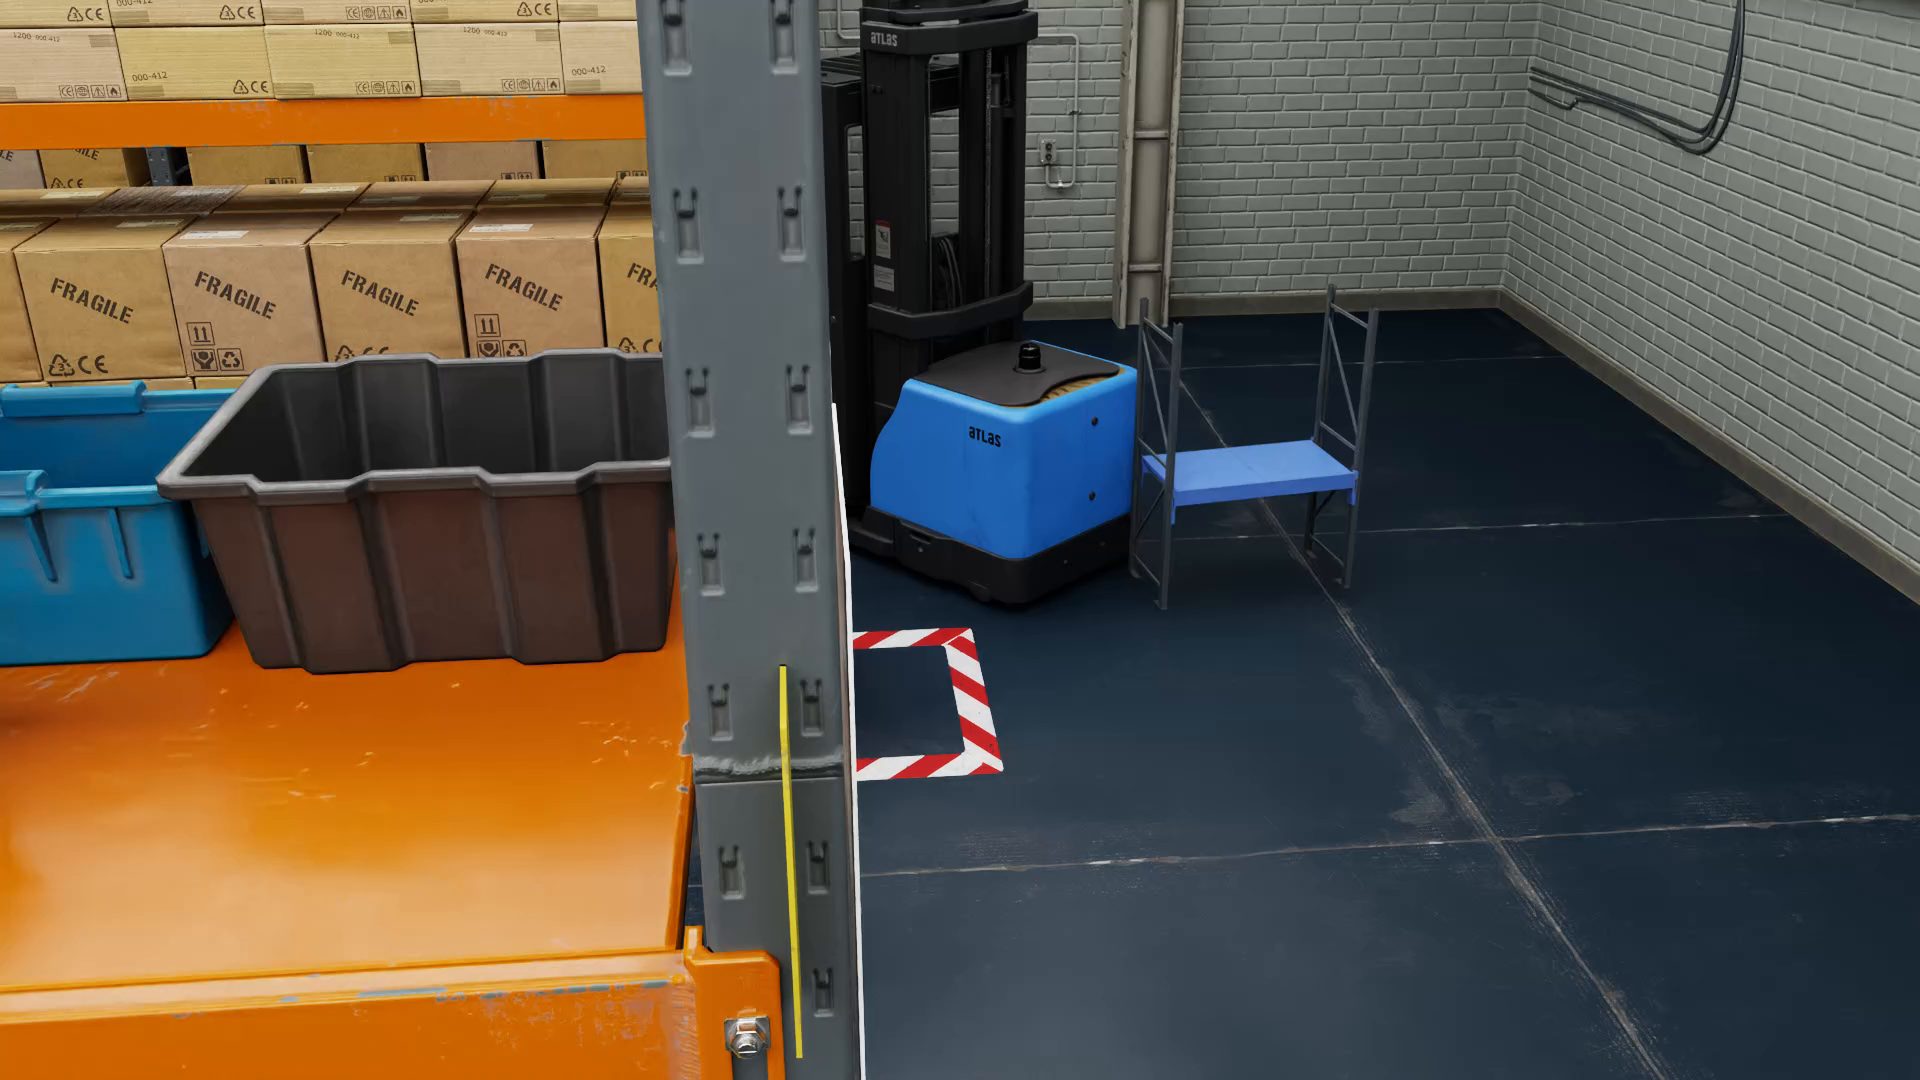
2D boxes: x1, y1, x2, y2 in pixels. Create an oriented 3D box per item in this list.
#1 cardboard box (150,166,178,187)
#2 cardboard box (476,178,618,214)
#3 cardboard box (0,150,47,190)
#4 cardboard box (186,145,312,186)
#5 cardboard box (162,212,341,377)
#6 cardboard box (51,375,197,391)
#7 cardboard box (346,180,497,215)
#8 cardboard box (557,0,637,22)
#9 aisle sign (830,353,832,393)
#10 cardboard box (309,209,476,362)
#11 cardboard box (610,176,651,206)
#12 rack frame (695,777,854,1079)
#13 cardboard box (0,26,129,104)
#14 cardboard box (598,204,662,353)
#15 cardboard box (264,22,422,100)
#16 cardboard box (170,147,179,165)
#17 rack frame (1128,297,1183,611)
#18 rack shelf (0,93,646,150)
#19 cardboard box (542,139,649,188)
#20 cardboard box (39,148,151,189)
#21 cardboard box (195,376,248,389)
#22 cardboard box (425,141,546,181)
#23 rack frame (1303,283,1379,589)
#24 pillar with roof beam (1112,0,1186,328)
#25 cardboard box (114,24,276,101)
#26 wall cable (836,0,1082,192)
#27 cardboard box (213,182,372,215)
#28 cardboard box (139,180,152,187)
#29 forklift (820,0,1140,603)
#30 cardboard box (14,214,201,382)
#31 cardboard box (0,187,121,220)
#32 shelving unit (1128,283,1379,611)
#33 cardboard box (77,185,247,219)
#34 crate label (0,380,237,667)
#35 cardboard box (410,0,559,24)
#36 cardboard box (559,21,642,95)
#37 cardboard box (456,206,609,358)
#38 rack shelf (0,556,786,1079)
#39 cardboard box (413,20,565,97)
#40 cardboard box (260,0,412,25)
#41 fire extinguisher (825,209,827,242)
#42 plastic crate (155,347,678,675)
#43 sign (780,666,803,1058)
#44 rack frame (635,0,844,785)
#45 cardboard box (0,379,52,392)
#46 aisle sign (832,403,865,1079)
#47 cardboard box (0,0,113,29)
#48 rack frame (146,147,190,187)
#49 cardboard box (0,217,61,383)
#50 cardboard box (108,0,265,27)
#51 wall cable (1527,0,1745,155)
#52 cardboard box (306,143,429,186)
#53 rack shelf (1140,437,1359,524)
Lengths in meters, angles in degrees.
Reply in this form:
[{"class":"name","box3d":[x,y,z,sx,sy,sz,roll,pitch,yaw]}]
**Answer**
[{"class":"cardboard box","box3d":[-5.518,-2.434,11.317,0.250,0.149,0.380,-3,24,-7]},{"class":"cardboard box","box3d":[-1.681,-1.198,6.898,0.500,0.500,0.500,-2,24,-5]},{"class":"cardboard box","box3d":[-6.106,-2.519,10.710,0.500,0.500,0.500,-2,24,-5]},{"class":"cardboard box","box3d":[-4.623,-2.625,11.093,0.700,0.700,0.980,-2,24,-4]},{"class":"cardboard box","box3d":[-2.639,-0.940,6.318,0.500,0.500,0.500,-2,24,-4]},{"class":"cardboard box","box3d":[-3.133,-0.467,6.485,0.500,0.500,0.500,-2,24,-5]},{"class":"cardboard box","box3d":[-2.179,-1.180,6.857,0.500,0.500,0.500,-2,24,-4]},{"class":"cardboard box","box3d":[-1.180,-2.037,6.017,0.500,0.250,0.500,-2,24,-5]},{"class":"aisle sign","box3d":[-0.168,0.061,2.219,0.004,0.787,0.394,-2,24,-5]},{"class":"cardboard box","box3d":[-2.128,-0.961,6.364,0.500,0.500,0.500,-2,24,-4]},{"class":"cardboard box","box3d":[-1.161,-1.222,6.951,0.500,0.500,0.500,-2,24,-4]},{"class":"rack frame","box3d":[-0.210,1.372,2.470,0.127,3.000,1.000,-2,24,-5]},{"class":"cardboard box","box3d":[-3.170,-1.730,5.940,0.500,0.250,0.500,-2,24,-5]},{"class":"cardboard box","box3d":[-1.109,-1.004,6.461,0.500,0.500,0.500,-3,24,-6]},{"class":"cardboard box","box3d":[-2.174,-1.765,6.018,0.500,0.250,0.500,-2,24,-5]},{"class":"cardboard box","box3d":[-5.647,-2.747,11.223,0.500,0.500,0.500,-3,24,-7]},{"class":"rack frame","box3d":[0.974,-0.426,8.361,0.032,1.500,0.500,-6,25,-13]},{"class":"rack shelf","box3d":[-2.684,-1.592,6.332,4.000,0.370,1.077,-2,24,-5]},{"class":"cardboard box","box3d":[-2.414,-2.711,11.288,0.700,0.700,0.980,-2,24,-6]},{"class":"cardboard box","box3d":[-5.599,-2.543,10.765,0.500,0.500,0.500,-3,24,-6]},{"class":"cardboard box","box3d":[-2.627,-0.488,6.532,0.500,0.500,0.500,-3,24,-6]},{"class":"cardboard box","box3d":[-3.173,-2.685,11.228,0.700,0.700,0.980,-3,24,-8]},{"class":"rack frame","box3d":[1.958,-0.529,8.594,0.032,1.500,0.500,-6,25,-13]},{"class":"pillar with roof beam","box3d":[1.841,-4.091,7.375,0.400,9.000,9.100,-2,24,-5]},{"class":"cardboard box","box3d":[-2.673,-1.751,5.988,0.500,0.250,0.500,-2,24,-5]},{"class":"wall cable","box3d":[-0.003,-3.530,12.248,1.851,1.984,0.084,-2,24,-5]},{"class":"cardboard box","box3d":[-2.684,-1.159,6.811,0.500,0.500,0.500,-3,24,-6]},{"class":"cardboard box","box3d":[-5.473,-2.239,10.879,0.250,0.149,0.380,-2,24,-5]},{"class":"forklift","box3d":[-0.452,-1.515,9.050,3.031,2.935,1.130,21,32,39]},{"class":"cardboard box","box3d":[-3.153,-0.919,6.271,0.500,0.500,0.500,-3,24,-7]},{"class":"cardboard box","box3d":[-3.687,-1.120,6.722,0.500,0.500,0.500,-3,24,-6]},{"class":"shelving unit","box3d":[1.466,-0.477,8.478,1.048,1.500,0.538,-6,25,-13]},{"class":"cardboard box","box3d":[-3.185,-1.140,6.767,0.500,0.500,0.500,-2,24,-5]},{"class":"crate label","box3d":[-1.160,-0.024,2.102,0.502,0.251,0.408,-2,24,-5]},{"class":"cardboard box","box3d":[-1.677,-2.017,5.971,0.500,0.250,0.500,-2,24,-5]},{"class":"cardboard box","box3d":[-1.179,-1.805,6.110,0.500,0.250,0.500,-2,24,-5]},{"class":"cardboard box","box3d":[-1.612,-0.983,6.415,0.500,0.500,0.500,-2,24,-4]},{"class":"rack shelf","box3d":[-2.201,0.410,1.827,4.000,0.370,1.077,-2,24,-5]},{"class":"cardboard box","box3d":[-1.678,-1.790,6.075,0.500,0.250,0.500,-2,24,-5]},{"class":"cardboard box","box3d":[-2.175,-1.999,5.930,0.500,0.250,0.500,-2,24,-5]},{"class":"fire extinguisher","box3d":[-0.989,-2.246,11.165,0.183,0.674,0.296,-2,24,-5]},{"class":"plastic crate","box3d":[-0.621,-0.036,2.106,0.590,0.269,0.497,-2,24,-5]},{"class":"sign","box3d":[-0.140,0.271,1.383,0.005,0.325,0.100,-2,24,-5]},{"class":"rack frame","box3d":[-0.210,-1.369,1.252,0.127,3.000,1.000,-2,24,-5]},{"class":"cardboard box","box3d":[-3.631,-0.448,6.442,0.500,0.500,0.500,-2,24,-4]},{"class":"aisle sign","box3d":[-0.110,0.300,1.682,0.004,0.787,0.394,-2,24,-5]},{"class":"cardboard box","box3d":[-3.170,-1.956,5.834,0.500,0.250,0.500,-2,24,-5]},{"class":"rack frame","box3d":[-5.165,-2.473,11.120,0.127,3.000,1.000,-2,24,-5]},{"class":"cardboard box","box3d":[-3.664,-0.899,6.225,0.500,0.500,0.500,-3,24,-7]},{"class":"cardboard box","box3d":[-2.672,-1.976,5.879,0.500,0.250,0.500,-2,24,-5]},{"class":"wall cable","box3d":[4.480,-4.036,11.074,0.112,2.526,3.097,-2,24,-5]},{"class":"cardboard box","box3d":[-3.896,-2.652,11.154,0.700,0.700,0.980,-3,24,-6]},{"class":"rack shelf","box3d":[1.466,-0.313,8.551,1.000,0.185,0.538,-6,25,-13]}]
